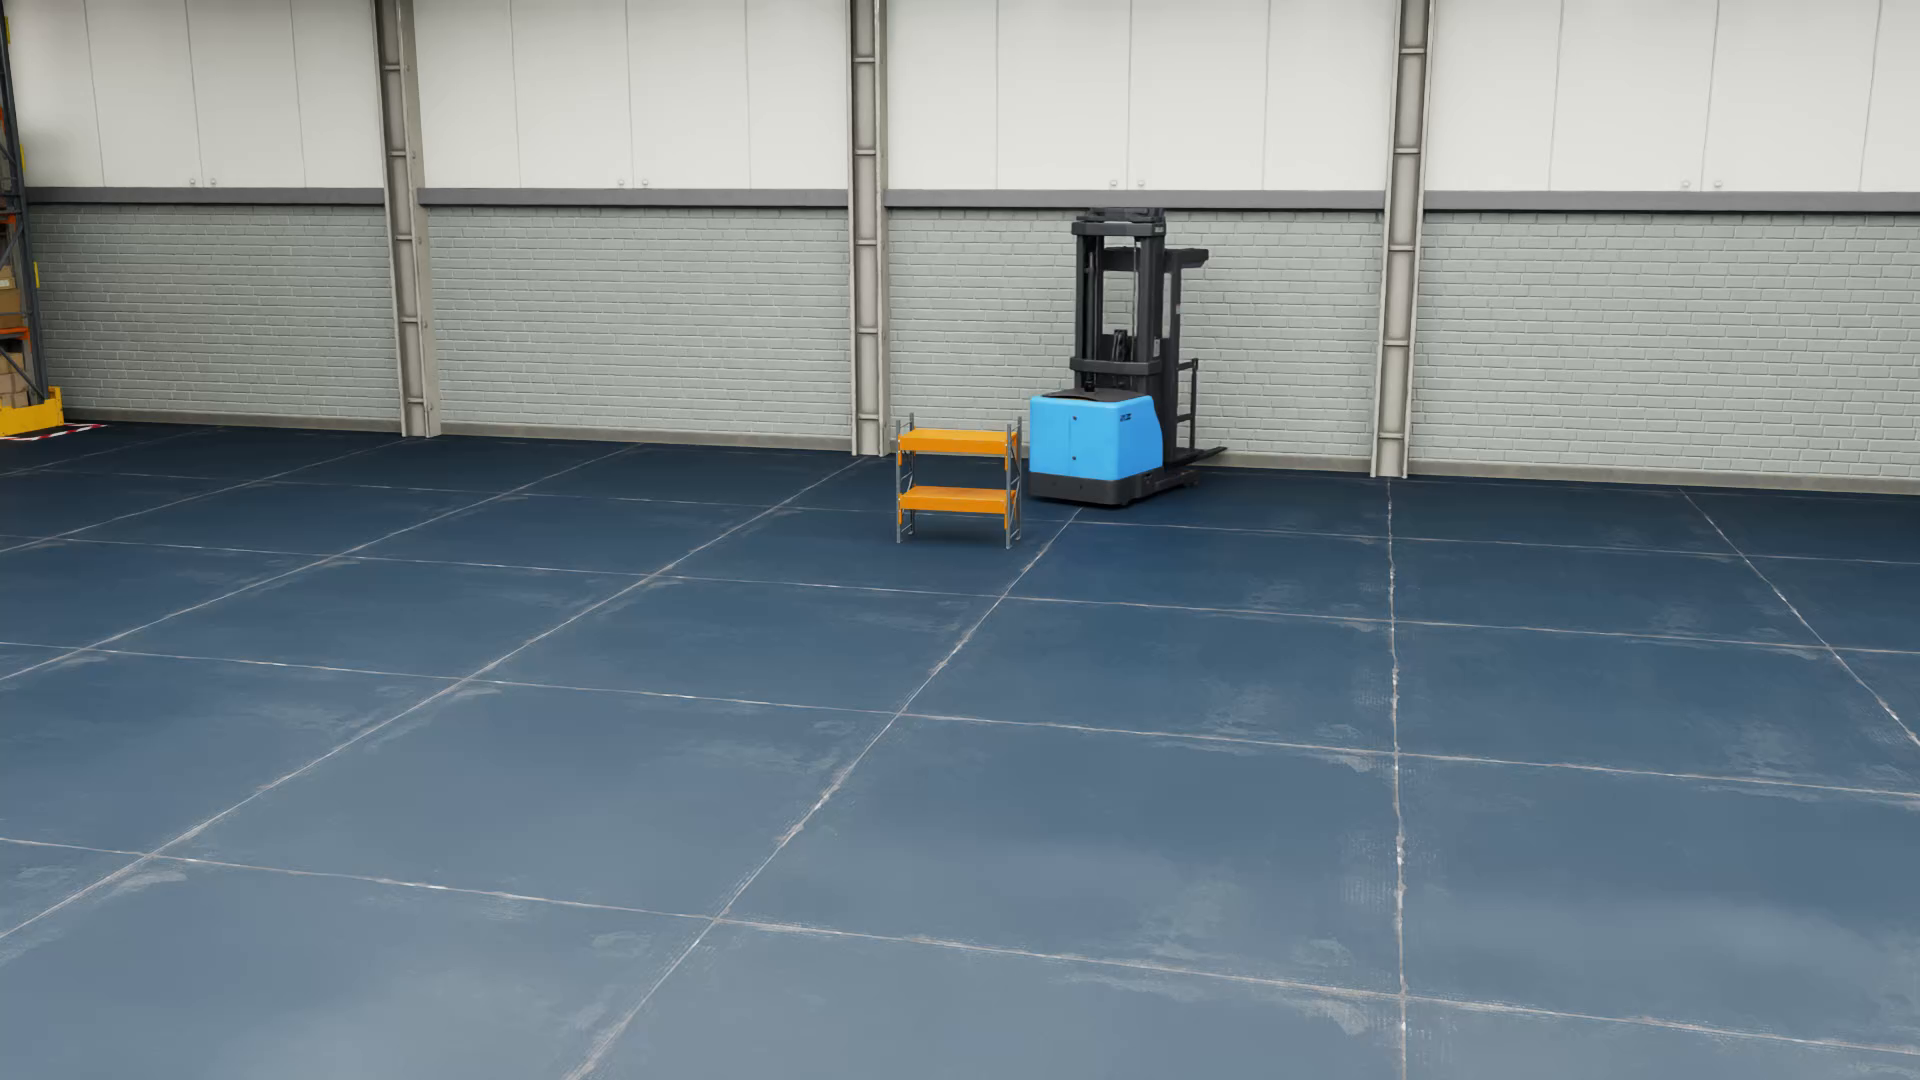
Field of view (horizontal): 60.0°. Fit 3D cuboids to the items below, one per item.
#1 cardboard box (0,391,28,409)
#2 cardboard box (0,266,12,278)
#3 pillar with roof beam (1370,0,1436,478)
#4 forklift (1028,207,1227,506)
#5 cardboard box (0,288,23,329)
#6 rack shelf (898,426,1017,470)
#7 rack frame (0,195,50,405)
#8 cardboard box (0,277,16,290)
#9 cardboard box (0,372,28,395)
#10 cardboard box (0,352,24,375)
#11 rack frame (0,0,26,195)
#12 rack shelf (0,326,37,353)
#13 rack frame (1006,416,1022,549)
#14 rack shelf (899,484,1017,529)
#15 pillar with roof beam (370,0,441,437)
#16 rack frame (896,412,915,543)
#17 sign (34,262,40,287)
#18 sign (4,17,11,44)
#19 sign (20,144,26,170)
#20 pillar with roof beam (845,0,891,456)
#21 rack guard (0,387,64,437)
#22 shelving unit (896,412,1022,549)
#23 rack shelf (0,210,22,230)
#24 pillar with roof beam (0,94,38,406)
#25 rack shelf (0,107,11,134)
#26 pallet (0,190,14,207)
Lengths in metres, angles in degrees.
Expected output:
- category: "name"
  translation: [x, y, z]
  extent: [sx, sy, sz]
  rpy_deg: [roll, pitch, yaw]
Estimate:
- category: "cardboard box"
  translation: [-12.681, -1.823, 21.905]
  extent: [0.500, 0.250, 0.500]
  rpy_deg: [3, 13, 14]
- category: "cardboard box"
  translation: [-12.526, -3.467, 21.521]
  extent: [0.250, 0.149, 0.380]
  rpy_deg: [3, 13, 12]
- category: "pillar with roof beam"
  translation: [3.733, -4.209, 13.429]
  extent: [0.400, 9.000, 9.100]
  rpy_deg: [3, 13, 14]
- category: "forklift"
  translation: [1.931, -2.039, 17.655]
  extent: [1.130, 2.935, 3.031]
  rpy_deg: [8, 15, 33]
- category: "cardboard box"
  translation: [-12.665, -3.027, 21.721]
  extent: [0.500, 0.500, 0.500]
  rpy_deg: [3, 13, 15]
- category: "rack shelf"
  translation: [-0.007, -0.835, 15.050]
  extent: [1.000, 0.278, 0.538]
  rpy_deg: [3, 13, 14]
- category: "rack frame"
  translation: [-12.251, -2.894, 21.353]
  extent: [0.127, 3.000, 1.000]
  rpy_deg: [3, 13, 14]
- category: "cardboard box"
  translation: [-12.518, -3.332, 21.597]
  extent: [0.250, 0.149, 0.380]
  rpy_deg: [3, 13, 12]
- category: "cardboard box"
  translation: [-12.658, -2.069, 21.858]
  extent: [0.500, 0.250, 0.500]
  rpy_deg: [3, 13, 15]
- category: "cardboard box"
  translation: [-12.672, -2.310, 21.789]
  extent: [0.500, 0.250, 0.500]
  rpy_deg: [3, 13, 13]
- category: "rack frame"
  translation: [-12.251, -5.823, 20.703]
  extent: [0.127, 3.000, 1.000]
  rpy_deg: [3, 13, 14]
- category: "rack shelf"
  translation: [-14.193, -2.647, 21.899]
  extent: [4.000, 0.370, 1.077]
  rpy_deg: [3, 13, 14]
- category: "rack frame"
  translation: [0.487, -0.523, 14.995]
  extent: [0.032, 1.125, 0.500]
  rpy_deg: [3, 13, 14]
- category: "rack shelf"
  translation: [-0.007, -0.311, 15.166]
  extent: [1.000, 0.278, 0.538]
  rpy_deg: [3, 13, 14]
- category: "pillar with roof beam"
  translation: [-7.917, -4.832, 16.236]
  extent: [0.400, 9.000, 9.100]
  rpy_deg: [3, 13, 14]
- category: "rack frame"
  translation: [-0.500, -0.576, 15.232]
  extent: [0.032, 1.125, 0.500]
  rpy_deg: [3, 13, 14]
- category: "sign"
  translation: [-12.112, -3.472, 21.775]
  extent: [0.005, 0.325, 0.100]
  rpy_deg: [3, 13, 14]
- category: "sign"
  translation: [-12.112, -6.473, 21.109]
  extent: [0.005, 0.325, 0.100]
  rpy_deg: [3, 13, 14]
- category: "sign"
  translation: [-12.112, -4.940, 21.449]
  extent: [0.005, 0.325, 0.100]
  rpy_deg: [3, 13, 14]
- category: "pillar with roof beam"
  translation: [-2.092, -4.520, 14.833]
  extent: [0.400, 9.000, 9.100]
  rpy_deg: [3, 13, 14]
- category: "rack guard"
  translation: [-12.228, -1.672, 21.618]
  extent: [0.348, 0.500, 1.175]
  rpy_deg: [3, 13, 14]
- category: "shelving unit"
  translation: [-0.007, -0.549, 15.113]
  extent: [1.048, 1.125, 0.538]
  rpy_deg: [3, 13, 14]
- category: "rack shelf"
  translation: [-14.193, -4.111, 21.574]
  extent: [4.000, 0.370, 1.077]
  rpy_deg: [3, 13, 14]
- category: "pillar with roof beam"
  translation: [-13.742, -5.143, 17.640]
  extent: [0.400, 9.000, 9.100]
  rpy_deg: [3, 13, 14]
- category: "rack shelf"
  translation: [-14.193, -5.380, 21.292]
  extent: [4.000, 0.370, 1.077]
  rpy_deg: [3, 13, 14]
- category: "pallet"
  translation: [-12.931, -4.357, 21.227]
  extent: [1.213, 0.211, 1.003]
  rpy_deg: [3, 13, 14]
